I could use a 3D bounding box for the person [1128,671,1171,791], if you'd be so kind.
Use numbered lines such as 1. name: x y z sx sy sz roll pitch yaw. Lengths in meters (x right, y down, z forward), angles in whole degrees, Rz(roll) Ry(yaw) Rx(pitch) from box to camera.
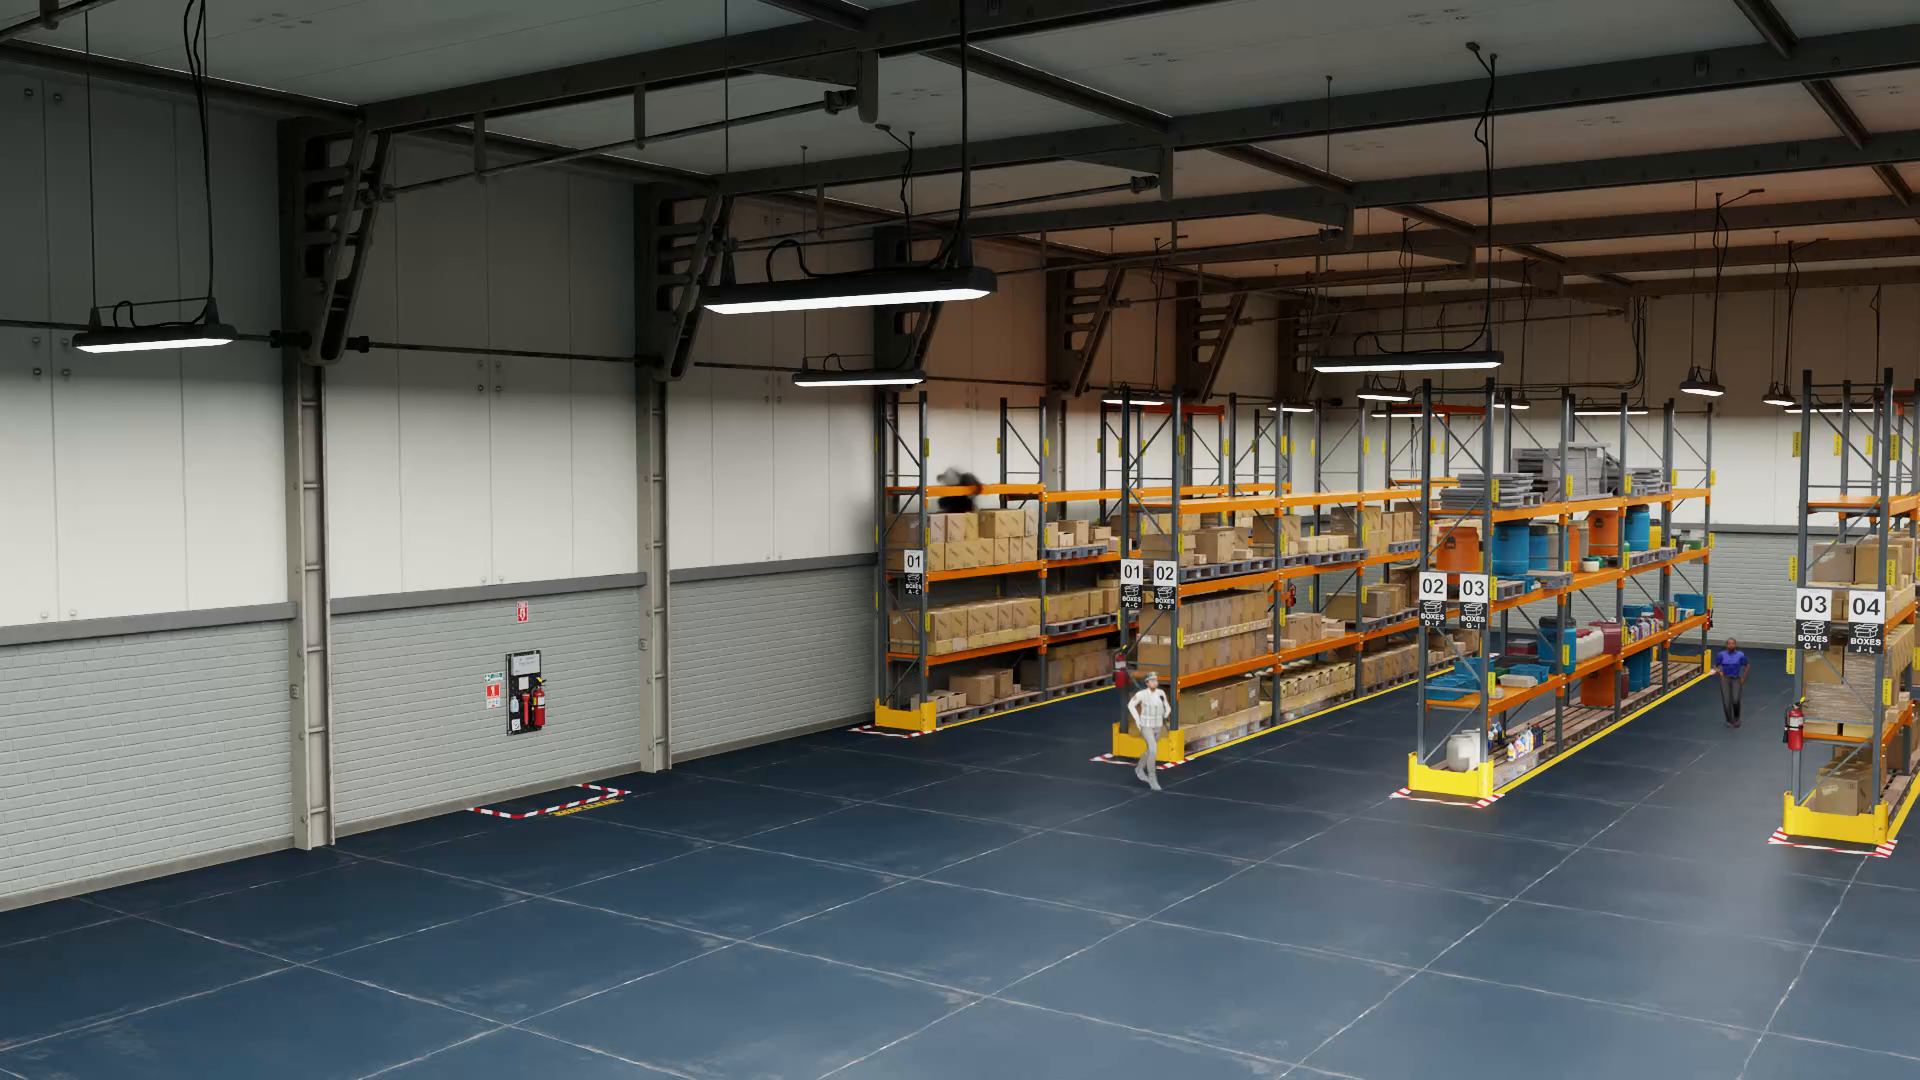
1. person: 2.783 2.792 24.576 0.539 1.752 0.744 -2 4 -26

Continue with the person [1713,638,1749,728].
1. person: 13.695 2.545 29.563 0.576 1.619 0.580 2 4 29
